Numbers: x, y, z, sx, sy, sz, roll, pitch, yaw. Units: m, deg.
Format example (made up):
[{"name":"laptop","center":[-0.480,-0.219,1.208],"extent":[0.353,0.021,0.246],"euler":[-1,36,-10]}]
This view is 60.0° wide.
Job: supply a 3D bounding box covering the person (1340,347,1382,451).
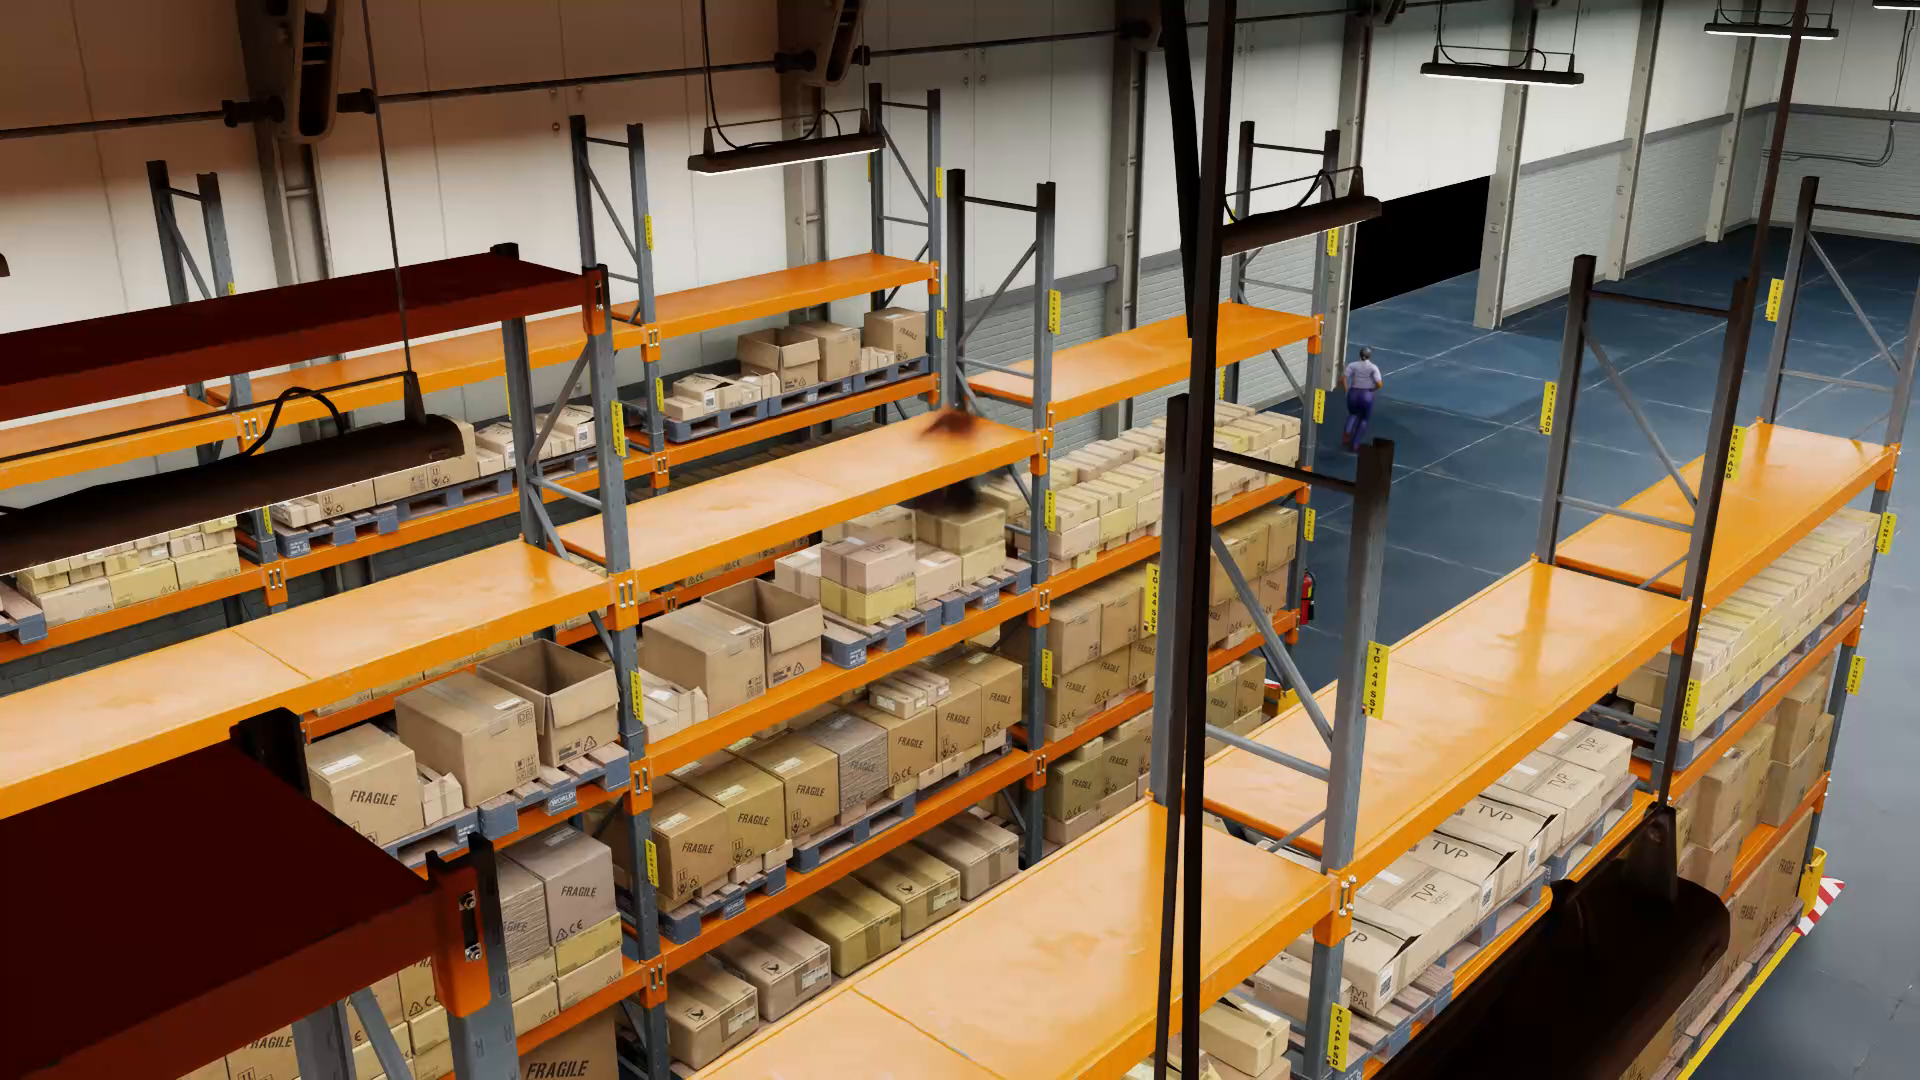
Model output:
[{"name":"person","center":[6.132,-2.172,25.405],"extent":[0.609,1.613,0.536],"euler":[11,24,27]}]
